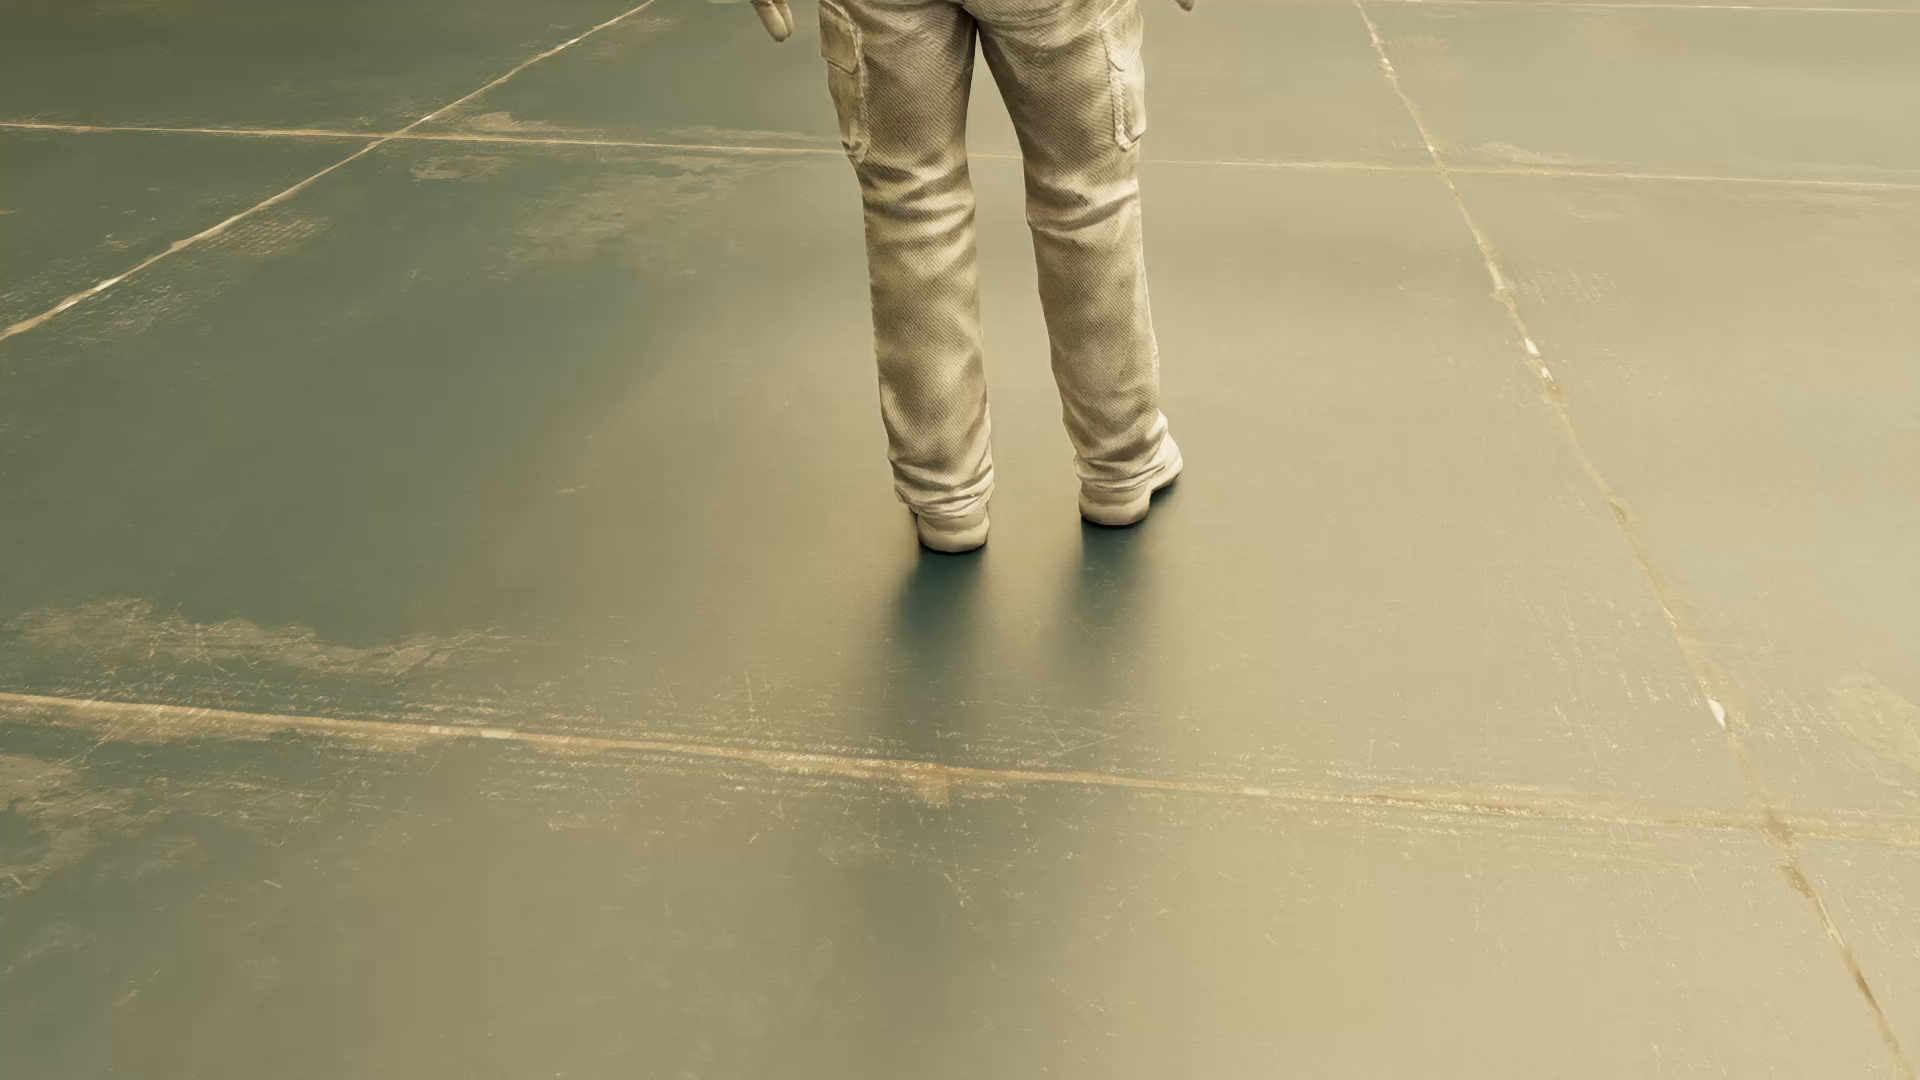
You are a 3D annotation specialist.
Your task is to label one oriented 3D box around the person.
[{"bbox_3d":[0.018,-0.835,2.161,0.656,1.781,0.577,3,27,7],"label":"person"}]
